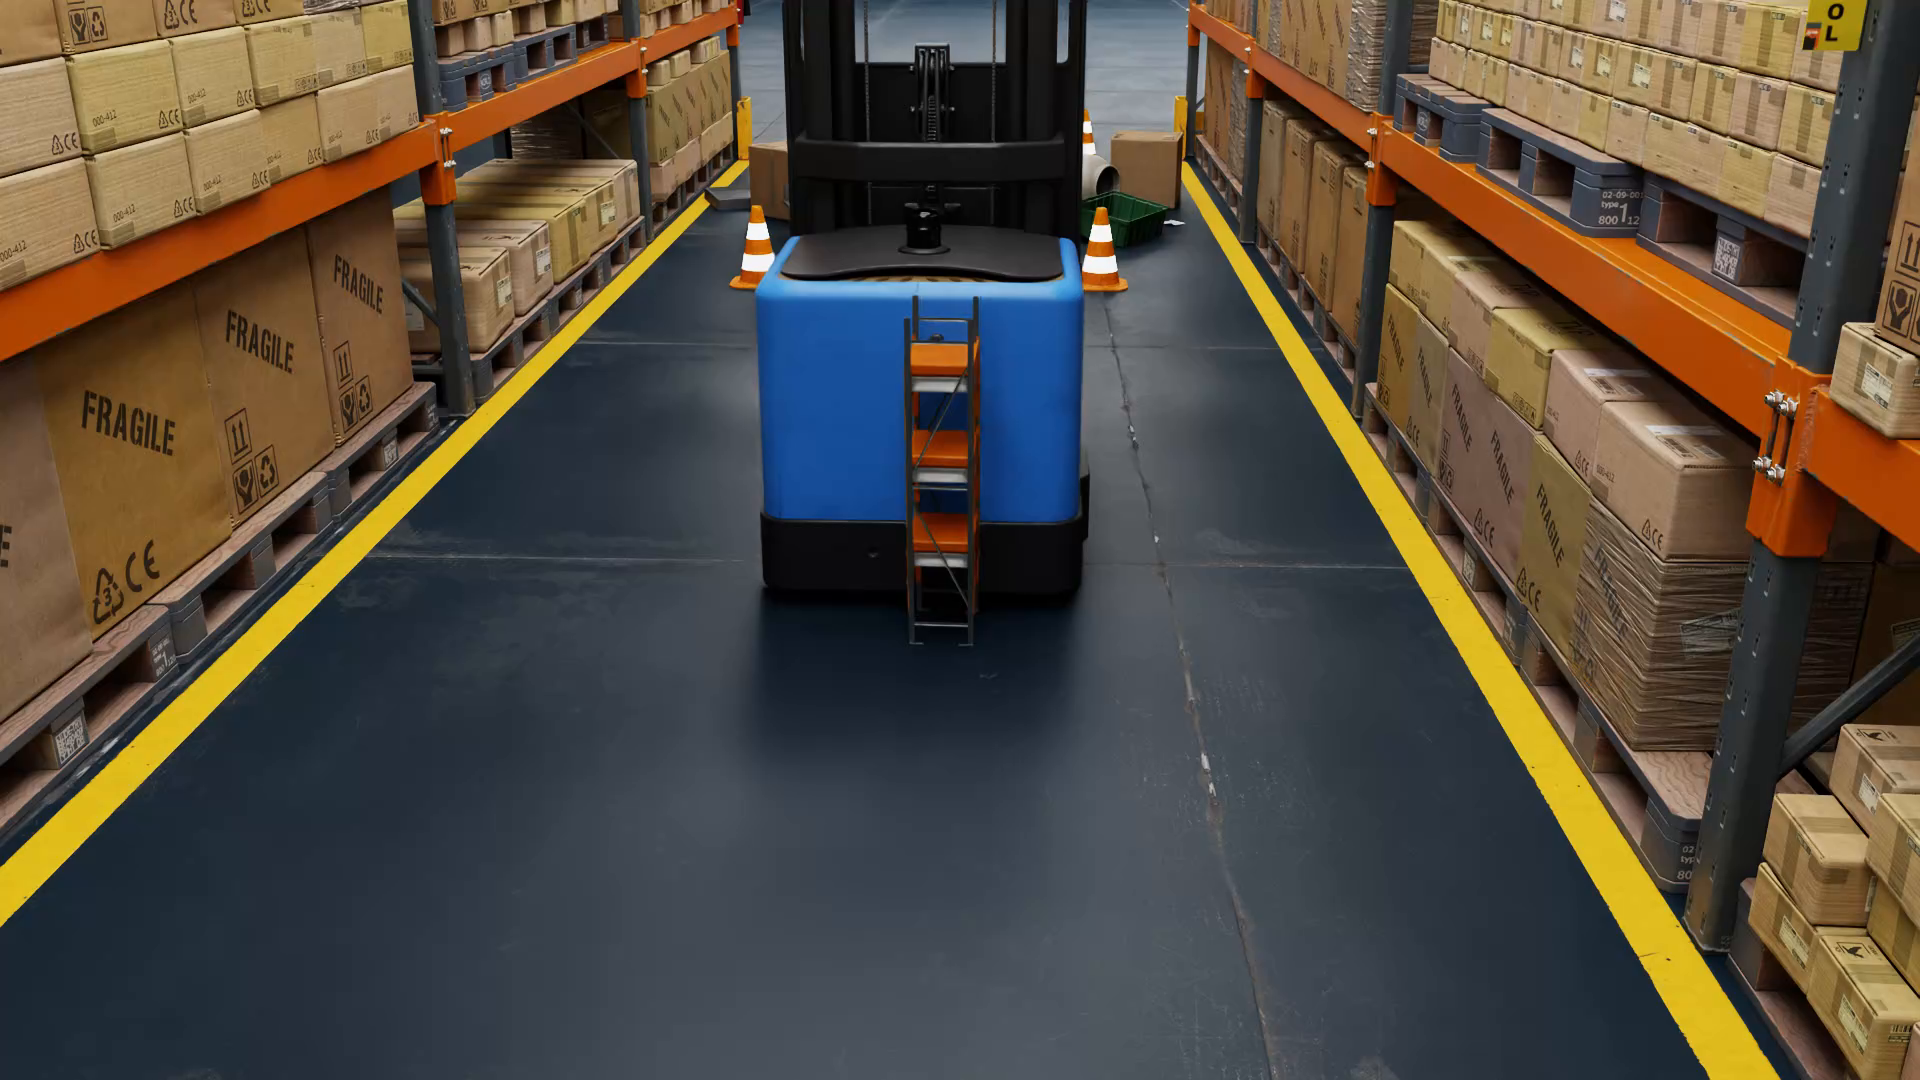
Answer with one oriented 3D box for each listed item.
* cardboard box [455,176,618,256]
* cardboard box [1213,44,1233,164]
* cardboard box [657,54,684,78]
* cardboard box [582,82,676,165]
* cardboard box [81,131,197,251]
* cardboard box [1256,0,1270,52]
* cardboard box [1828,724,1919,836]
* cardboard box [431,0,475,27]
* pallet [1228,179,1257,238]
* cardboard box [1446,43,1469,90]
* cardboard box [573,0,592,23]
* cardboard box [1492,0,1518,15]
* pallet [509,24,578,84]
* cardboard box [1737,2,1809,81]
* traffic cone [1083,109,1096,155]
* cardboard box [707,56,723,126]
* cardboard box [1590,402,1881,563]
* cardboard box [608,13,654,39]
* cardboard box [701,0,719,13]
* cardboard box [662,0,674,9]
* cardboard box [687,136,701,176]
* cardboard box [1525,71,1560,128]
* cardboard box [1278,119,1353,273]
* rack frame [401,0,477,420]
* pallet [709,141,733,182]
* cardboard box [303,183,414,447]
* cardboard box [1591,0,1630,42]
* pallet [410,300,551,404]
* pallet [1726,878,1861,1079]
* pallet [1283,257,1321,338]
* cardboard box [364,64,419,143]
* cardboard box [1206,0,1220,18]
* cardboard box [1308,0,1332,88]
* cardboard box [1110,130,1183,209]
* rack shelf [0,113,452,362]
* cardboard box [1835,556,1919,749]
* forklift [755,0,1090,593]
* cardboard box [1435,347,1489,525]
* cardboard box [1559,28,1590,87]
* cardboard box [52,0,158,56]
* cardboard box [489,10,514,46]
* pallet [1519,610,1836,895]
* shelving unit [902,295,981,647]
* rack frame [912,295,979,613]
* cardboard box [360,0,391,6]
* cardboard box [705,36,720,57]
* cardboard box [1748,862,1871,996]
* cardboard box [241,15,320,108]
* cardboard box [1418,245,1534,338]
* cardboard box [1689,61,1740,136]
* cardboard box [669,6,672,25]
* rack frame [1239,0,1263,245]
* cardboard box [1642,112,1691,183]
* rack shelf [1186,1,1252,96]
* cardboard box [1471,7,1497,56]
[{"bbox_3d":[-2.601,-1.930,9.909,0.950,0.372,0.625,2,21,5],"label":"cardboard box"},{"bbox_3d":[2.524,-3.479,13.205,0.875,0.875,0.875,0,21,1],"label":"cardboard box"},{"bbox_3d":[-2.203,-3.416,11.973,0.380,0.149,0.250,1,21,4],"label":"cardboard box"},{"bbox_3d":[-2.281,-2.883,11.497,0.500,0.500,0.500,2,21,4],"label":"cardboard box"},{"bbox_3d":[-2.489,-0.975,4.603,0.500,0.250,0.500,0,21,1],"label":"cardboard box"},{"bbox_3d":[2.097,-3.251,10.122,0.500,0.500,0.500,1,21,2],"label":"cardboard box"},{"bbox_3d":[1.921,0.479,3.185,0.380,0.149,0.250,1,21,4],"label":"cardboard box"},{"bbox_3d":[-2.445,-2.504,7.206,0.500,0.500,0.500,0,21,0],"label":"cardboard box"},{"bbox_3d":[2.483,-2.365,11.834,1.003,0.211,1.213,1,21,2],"label":"pallet"},{"bbox_3d":[2.037,-1.767,6.204,0.380,0.149,0.250,2,21,4],"label":"cardboard box"},{"bbox_3d":[-2.310,-3.018,9.427,0.380,0.149,0.250,1,21,2],"label":"cardboard box"},{"bbox_3d":[2.027,-1.855,5.606,0.380,0.149,0.250,0,21,-1],"label":"cardboard box"},{"bbox_3d":[-2.671,-2.590,8.822,1.003,0.211,1.213,1,21,2],"label":"pallet"},{"bbox_3d":[1.963,-1.099,3.660,0.380,0.149,0.250,0,21,0],"label":"cardboard box"},{"bbox_3d":[1.068,-3.479,14.354,0.336,0.463,0.334,1,21,2],"label":"traffic cone"},{"bbox_3d":[-2.223,-3.638,13.442,0.500,0.500,0.500,1,21,4],"label":"cardboard box"},{"bbox_3d":[1.909,-0.151,4.110,0.500,0.250,0.500,0,21,0],"label":"cardboard box"},{"bbox_3d":[-2.239,-3.403,10.999,0.380,0.149,0.250,1,21,1],"label":"cardboard box"},{"bbox_3d":[-2.148,-4.322,13.369,0.380,0.149,0.250,1,21,3],"label":"cardboard box"},{"bbox_3d":[-2.285,-3.932,11.468,0.500,0.500,0.500,1,21,1],"label":"cardboard box"},{"bbox_3d":[-2.263,-2.919,12.625,0.500,0.250,0.500,0,21,1],"label":"cardboard box"},{"bbox_3d":[2.007,-1.385,5.218,0.380,0.149,0.250,1,21,2],"label":"cardboard box"},{"bbox_3d":[2.420,-1.964,9.474,1.050,0.750,0.750,1,21,2],"label":"cardboard box"},{"bbox_3d":[-2.691,-1.963,6.942,1.000,3.000,0.127,1,21,2],"label":"rack frame"},{"bbox_3d":[-2.510,-3.235,14.074,1.003,0.211,1.213,1,21,2],"label":"pallet"},{"bbox_3d":[-2.795,-0.919,6.609,0.875,0.875,0.875,0,21,1],"label":"cardboard box"},{"bbox_3d":[1.996,-1.473,4.624,0.380,0.149,0.250,0,21,-1],"label":"cardboard box"},{"bbox_3d":[-2.665,-0.946,8.174,1.003,0.211,1.213,1,21,2],"label":"pallet"},{"bbox_3d":[2.154,1.044,3.046,1.003,0.211,1.213,1,21,2],"label":"pallet"},{"bbox_3d":[2.399,-1.369,9.266,1.003,0.211,1.213,1,21,2],"label":"pallet"},{"bbox_3d":[-2.446,-1.707,6.490,0.500,0.250,0.500,0,21,0],"label":"cardboard box"},{"bbox_3d":[2.400,-4.373,12.945,0.875,0.550,0.550,1,21,2],"label":"cardboard box"},{"bbox_3d":[2.037,-2.519,8.235,0.500,0.500,0.500,0,21,1],"label":"cardboard box"},{"bbox_3d":[1.403,-2.800,12.550,0.500,0.500,0.500,4,22,11],"label":"cardboard box"},{"bbox_3d":[-2.751,-0.905,5.208,1.077,0.370,4.000,1,21,2],"label":"rack shelf"},{"bbox_3d":[2.426,0.206,4.225,0.500,0.500,0.500,1,21,4],"label":"cardboard box"},{"bbox_3d":[-0.083,-1.679,6.305,1.130,2.935,3.031,1,21,2],"label":"forklift"},{"bbox_3d":[1.961,-0.355,5.673,0.500,0.500,0.500,0,21,0],"label":"cardboard box"},{"bbox_3d":[2.003,-1.427,4.915,0.380,0.149,0.250,1,21,4],"label":"cardboard box"},{"bbox_3d":[-2.506,-1.551,4.359,0.500,0.500,0.500,0,21,0],"label":"cardboard box"},{"bbox_3d":[-2.369,-2.457,7.981,0.380,0.149,0.250,1,21,2],"label":"cardboard box"},{"bbox_3d":[2.161,0.520,4.398,1.003,0.211,1.213,1,21,2],"label":"pallet"},{"bbox_3d":[-0.051,-0.202,5.085,0.215,1.050,0.252,2,24,4],"label":"shelving unit"},{"bbox_3d":[-0.042,-0.250,5.196,0.200,1.050,0.008,2,24,4],"label":"rack frame"},{"bbox_3d":[-2.445,-2.286,6.253,0.500,0.500,0.500,0,21,0],"label":"cardboard box"},{"bbox_3d":[-2.155,-3.996,13.467,0.380,0.149,0.250,1,21,3],"label":"cardboard box"},{"bbox_3d":[1.806,0.763,3.278,0.380,0.149,0.250,0,21,-1],"label":"cardboard box"},{"bbox_3d":[-2.458,-1.578,5.464,0.500,0.250,0.500,0,21,0],"label":"cardboard box"},{"bbox_3d":[1.982,-0.895,6.028,0.500,0.250,0.500,0,21,1],"label":"cardboard box"},{"bbox_3d":[1.971,-1.047,3.937,0.380,0.149,0.250,2,21,4],"label":"cardboard box"},{"bbox_3d":[-2.286,-3.777,11.963,0.380,0.149,0.250,1,21,1],"label":"cardboard box"},{"bbox_3d":[2.382,-3.391,10.623,1.000,3.000,0.127,1,21,2],"label":"rack frame"},{"bbox_3d":[1.978,-0.998,4.221,0.380,0.149,0.250,0,21,-1],"label":"cardboard box"},{"bbox_3d":[2.443,-3.779,12.617,1.077,0.370,4.000,1,21,2],"label":"rack shelf"},{"bbox_3d":[2.034,-1.795,5.865,0.380,0.149,0.250,0,21,0],"label":"cardboard box"}]
